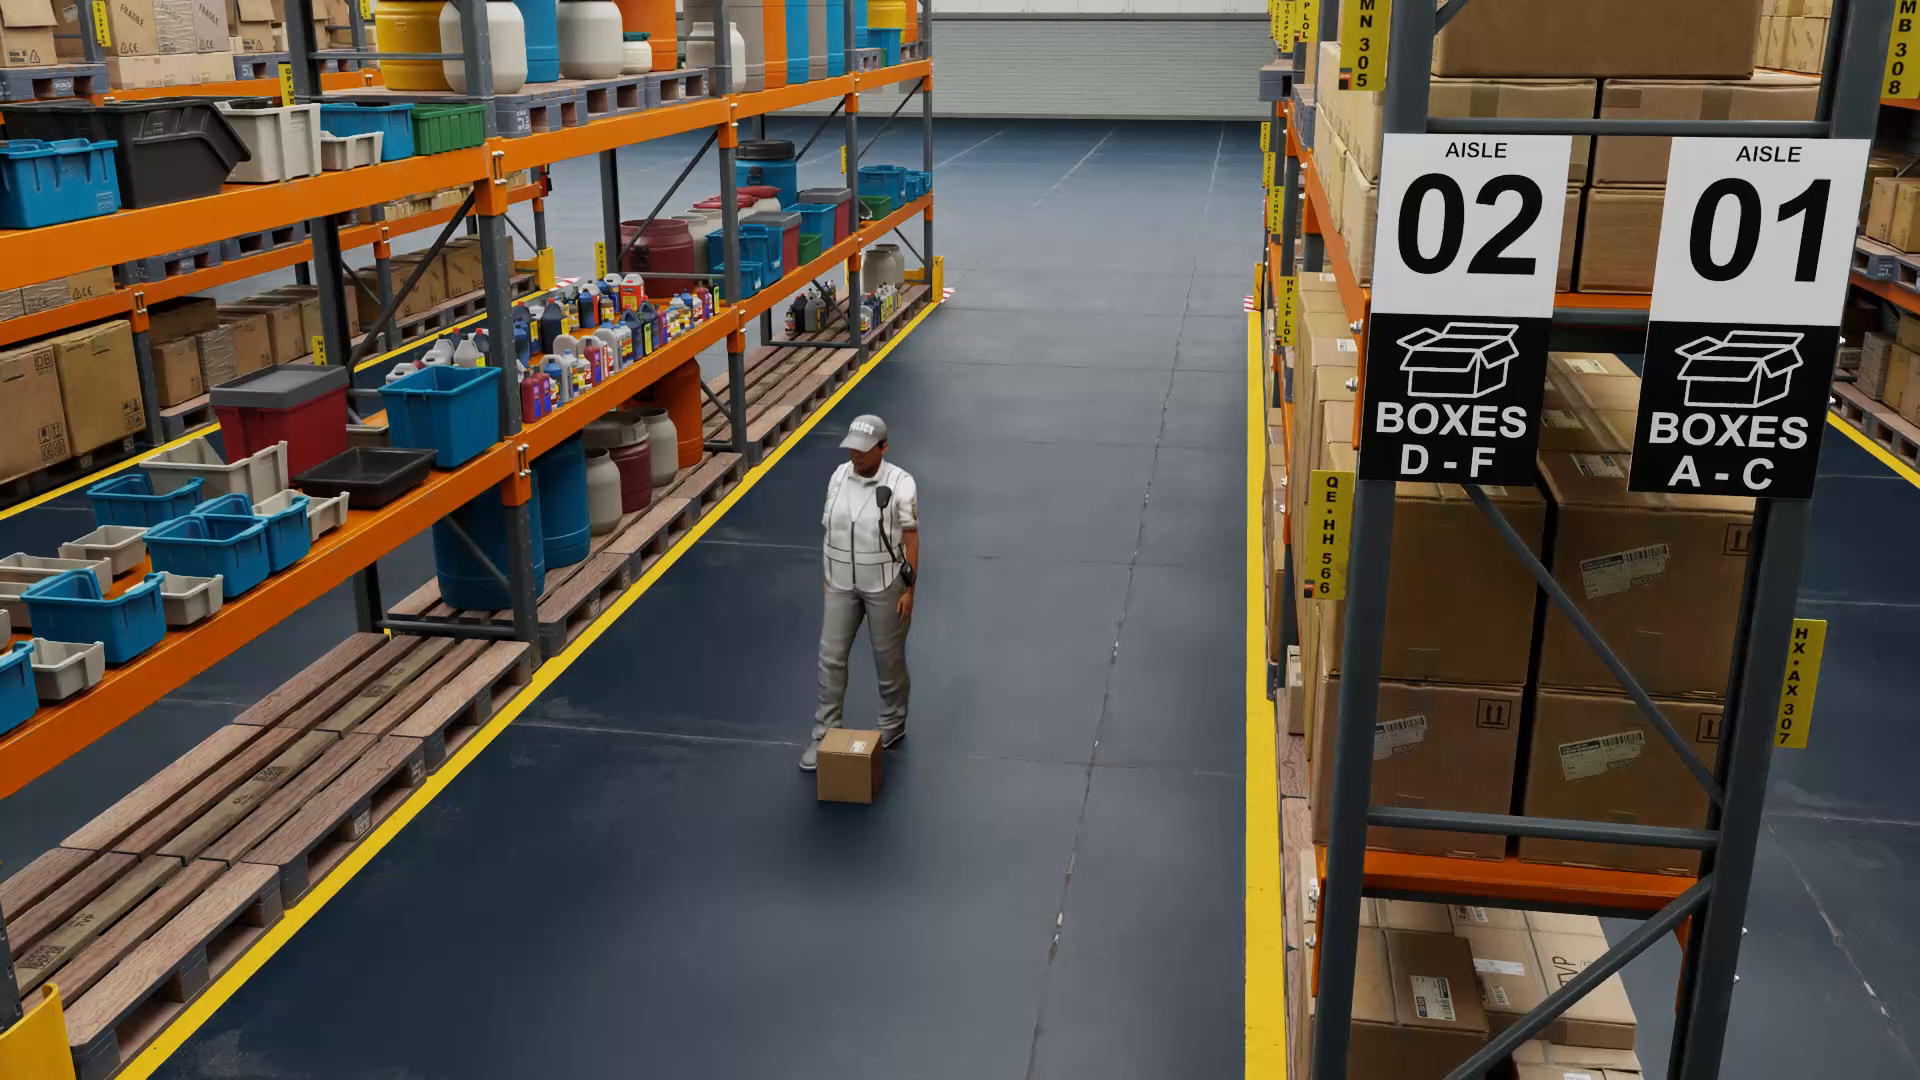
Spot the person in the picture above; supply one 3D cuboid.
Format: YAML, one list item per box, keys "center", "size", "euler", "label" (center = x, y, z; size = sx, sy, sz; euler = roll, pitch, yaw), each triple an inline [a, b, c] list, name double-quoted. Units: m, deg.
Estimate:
- center: [-0.467, 0.243, 7.793]
  size: [0.481, 1.656, 0.592]
  euler: [6, 19, 18]
  label: "person"
